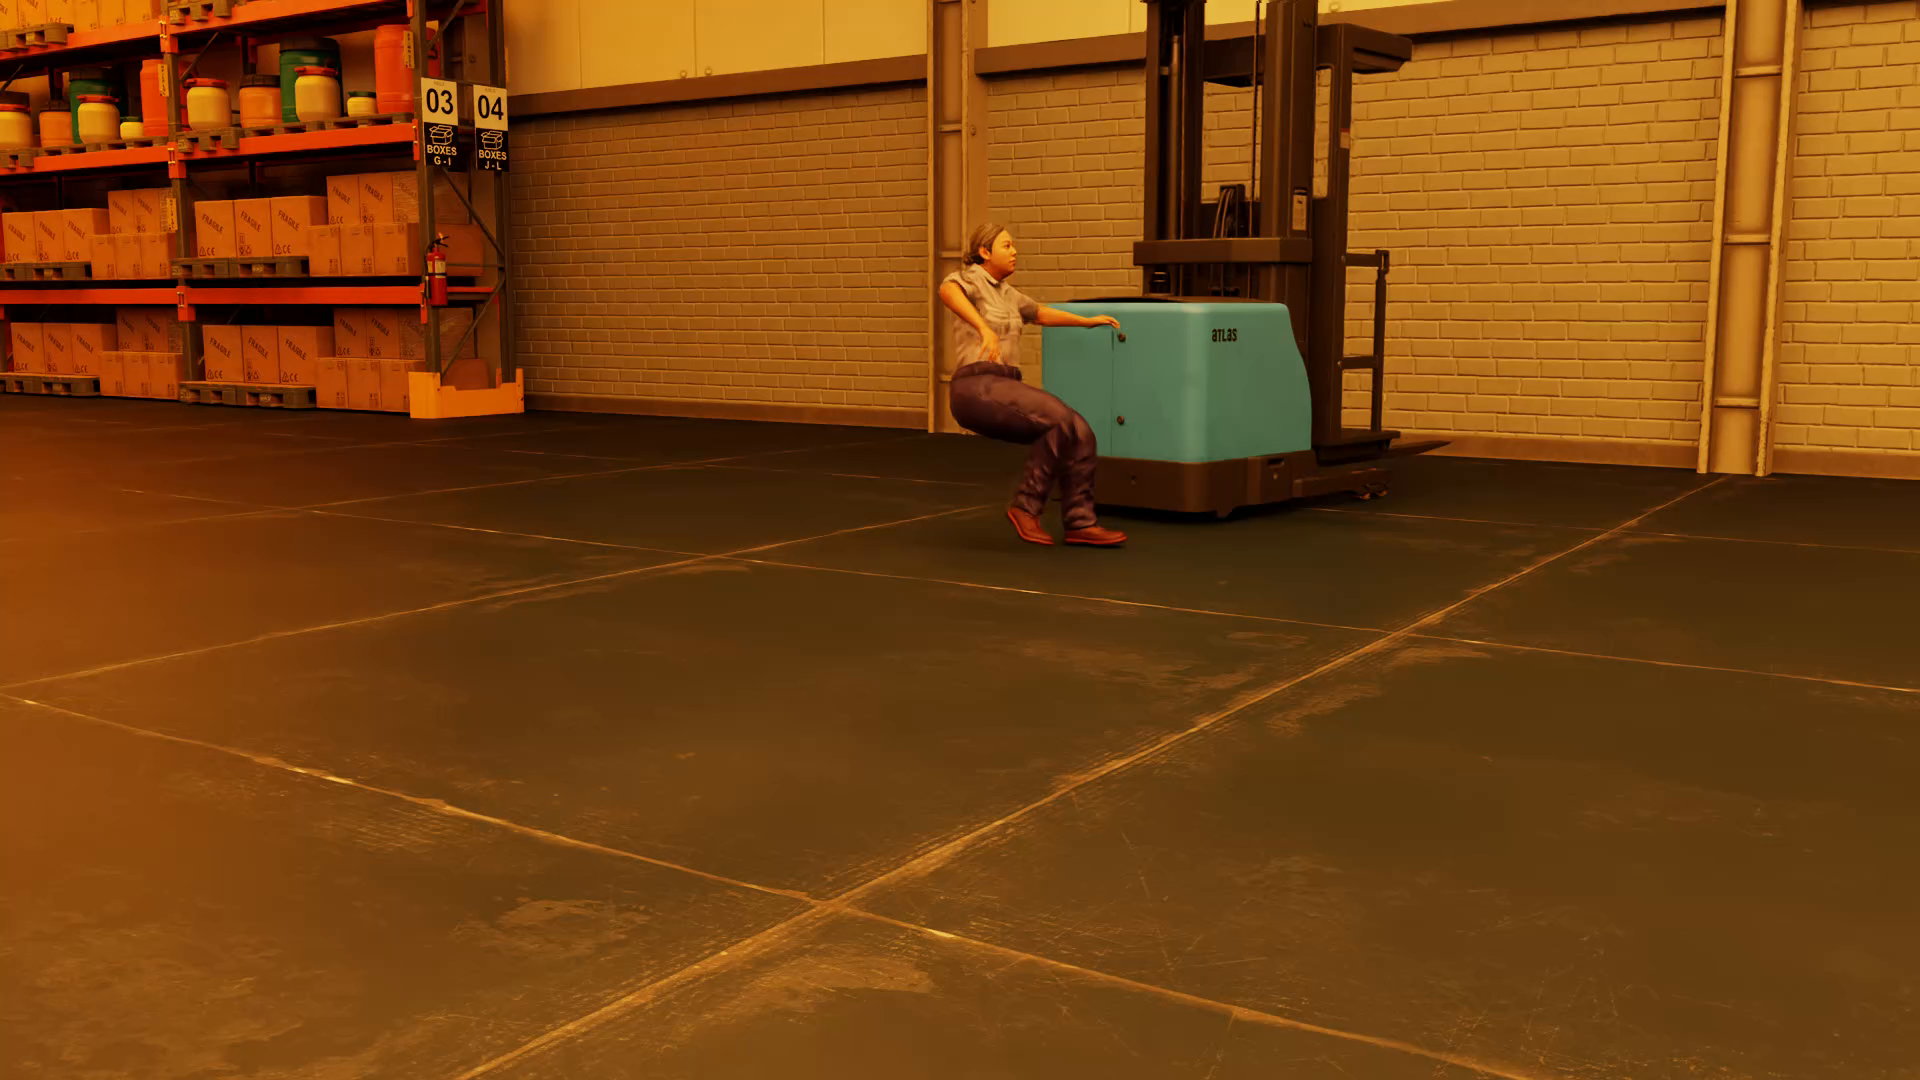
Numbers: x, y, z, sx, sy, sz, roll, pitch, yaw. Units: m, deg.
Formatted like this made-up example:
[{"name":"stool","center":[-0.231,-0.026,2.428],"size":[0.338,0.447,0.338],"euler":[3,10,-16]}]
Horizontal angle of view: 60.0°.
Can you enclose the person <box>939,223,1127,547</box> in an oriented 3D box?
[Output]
[{"name":"person","center":[0.342,-0.681,7.310],"size":[0.787,1.419,0.990],"euler":[2,8,17]}]

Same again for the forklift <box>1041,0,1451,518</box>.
[{"name":"forklift","center":[1.772,-1.713,9.237],"size":[1.130,2.935,3.031],"euler":[7,11,42]}]
